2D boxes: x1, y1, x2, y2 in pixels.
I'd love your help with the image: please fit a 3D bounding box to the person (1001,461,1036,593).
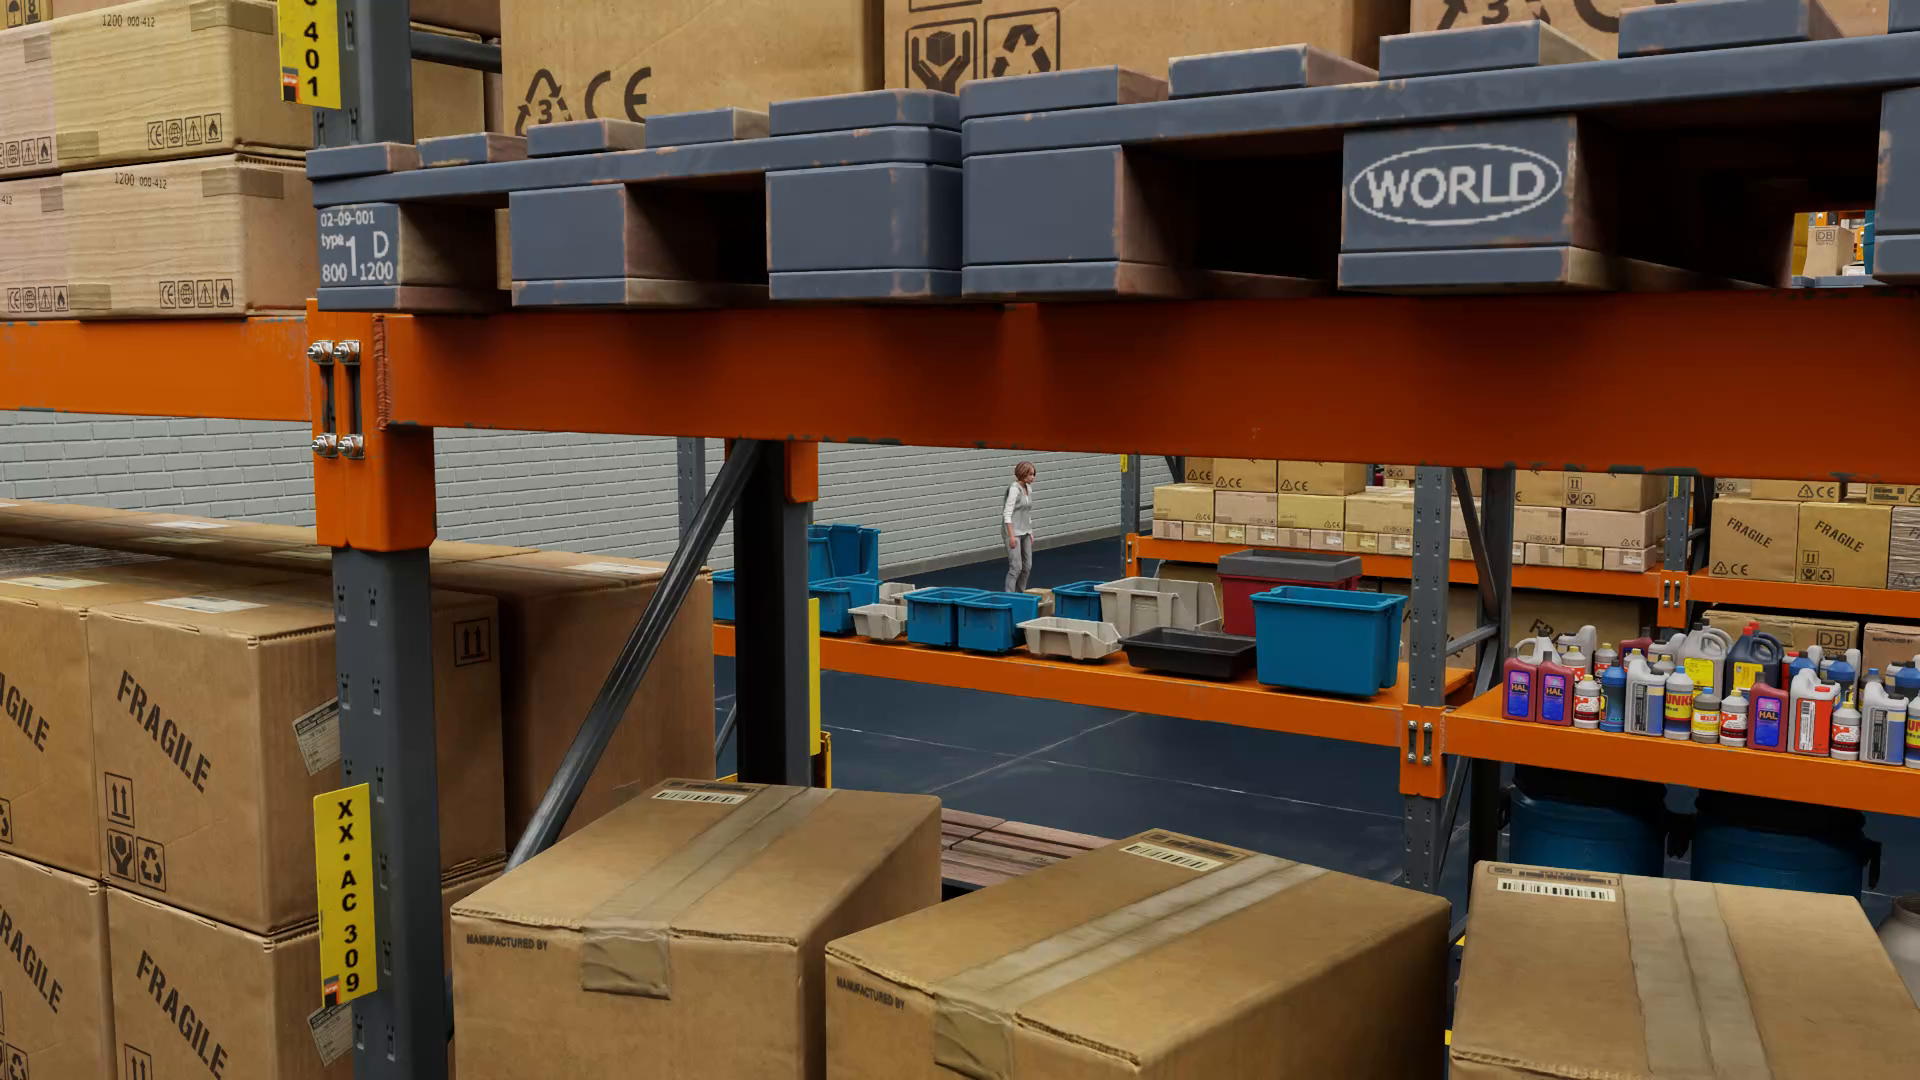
[{"bbox_3d":[0.619,-0.028,17.460,0.350,1.589,0.467,4,8,30],"label":"person"}]
